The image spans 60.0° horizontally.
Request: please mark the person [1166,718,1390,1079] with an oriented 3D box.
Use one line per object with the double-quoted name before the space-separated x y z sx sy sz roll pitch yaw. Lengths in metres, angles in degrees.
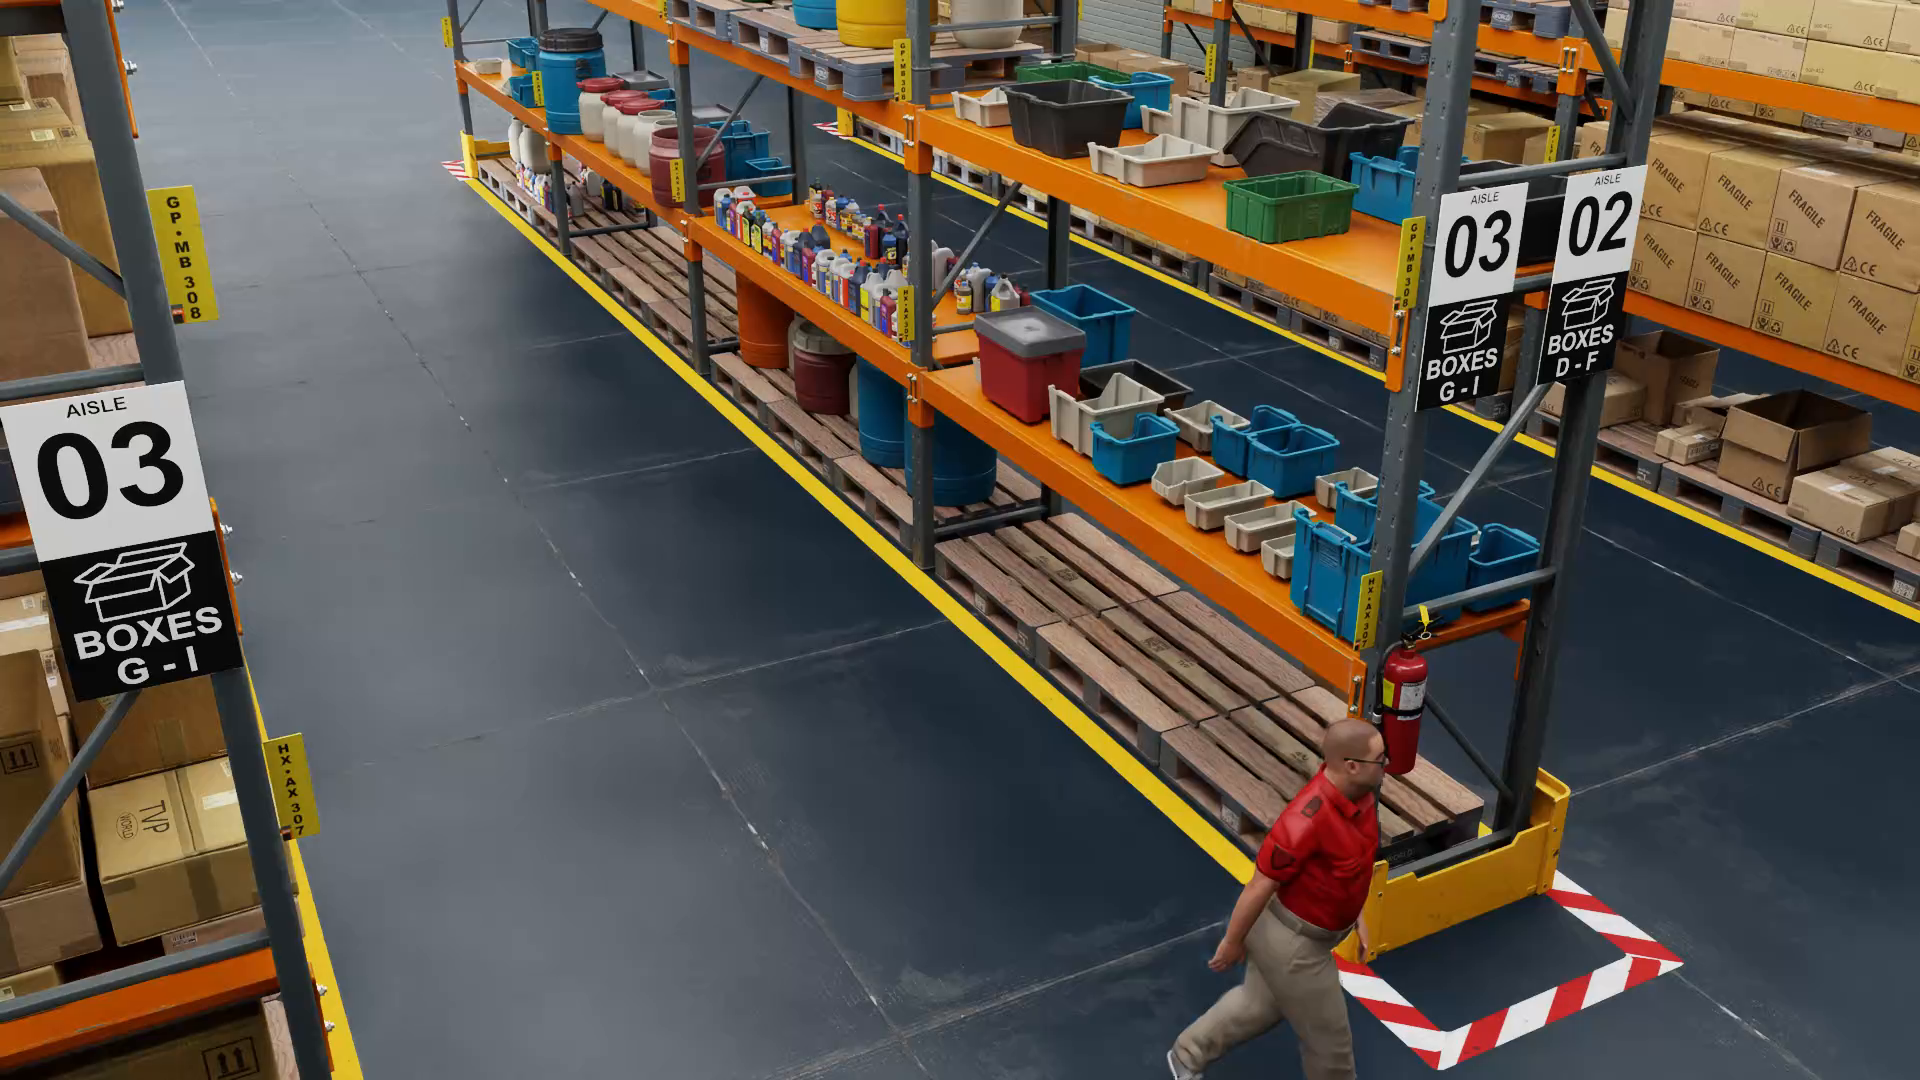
"person" 1.236 1.347 5.808 0.973 1.664 0.555 13 28 25
